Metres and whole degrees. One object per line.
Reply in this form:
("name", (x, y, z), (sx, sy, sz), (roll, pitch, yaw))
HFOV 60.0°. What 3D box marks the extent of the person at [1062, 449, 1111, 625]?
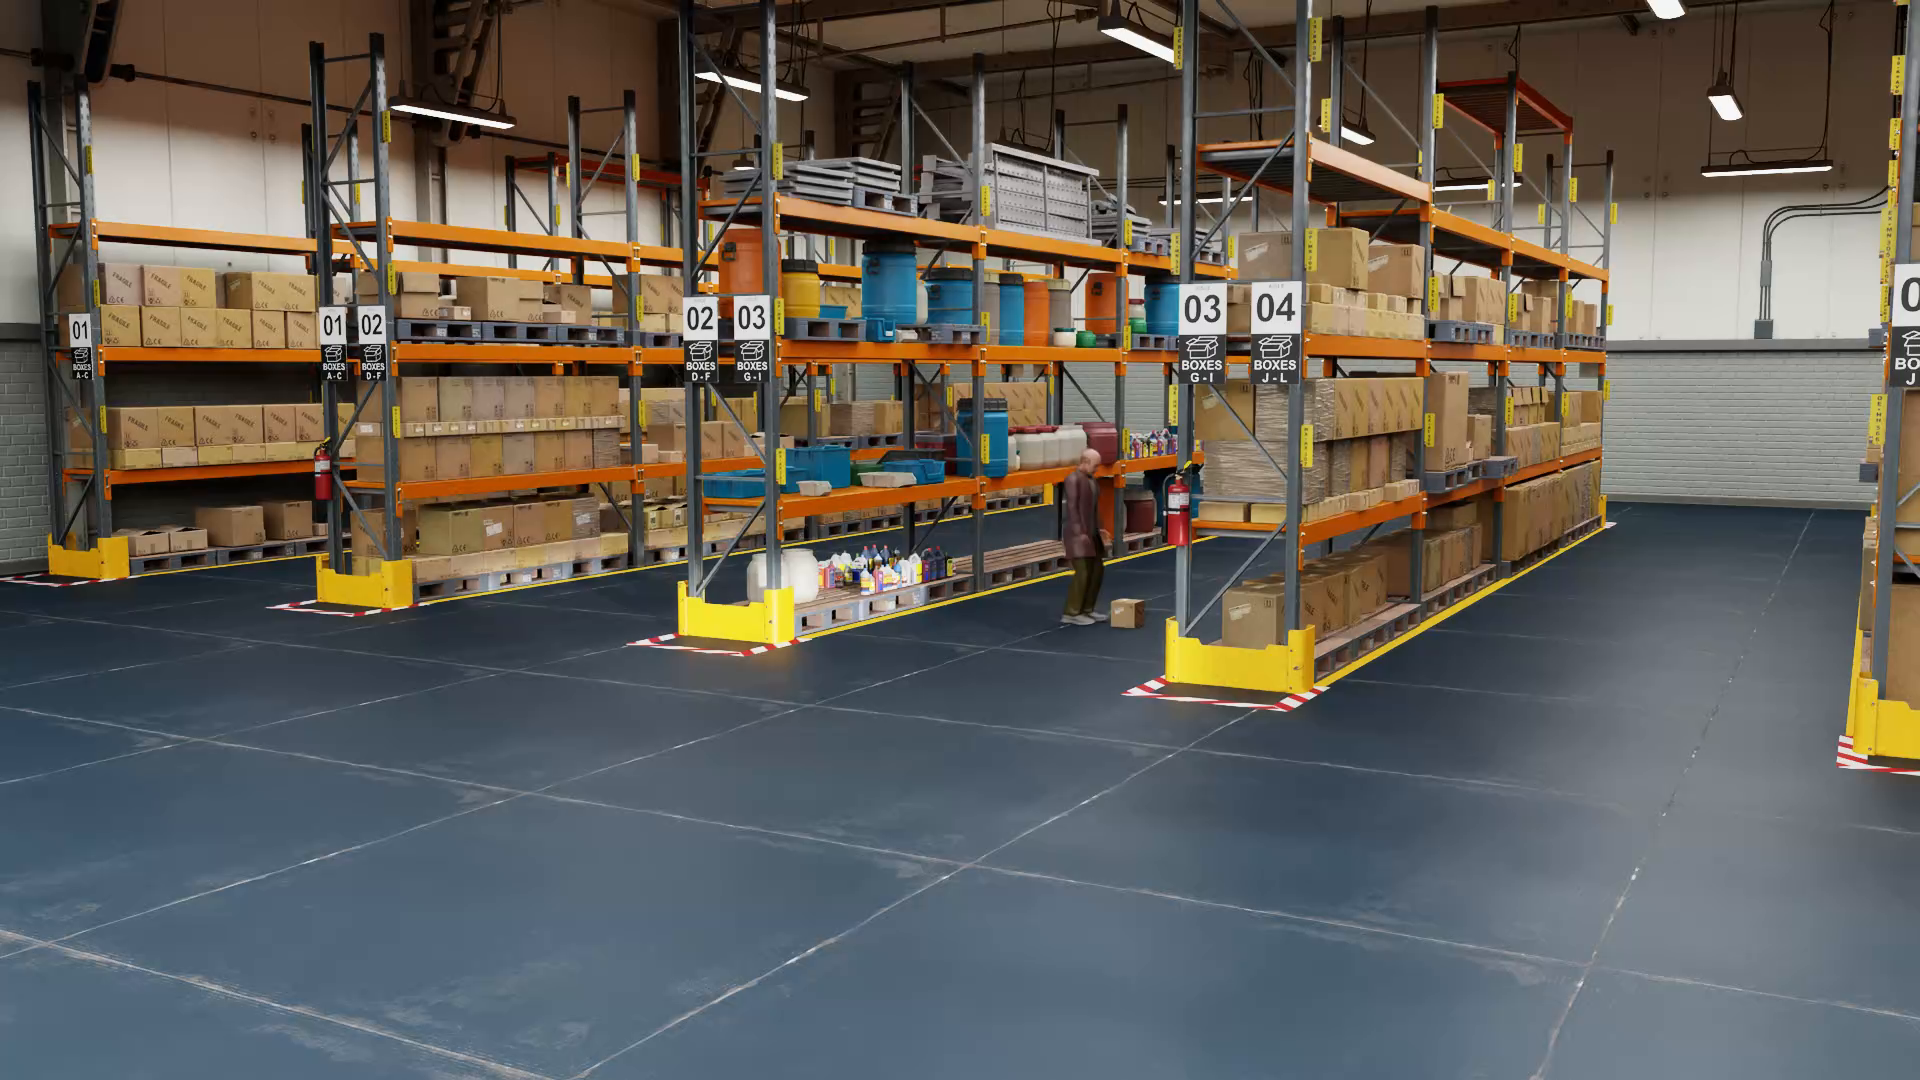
("person", (1.258, -0.041, 16.650), (0.396, 1.752, 0.579), (3, 7, 31))
